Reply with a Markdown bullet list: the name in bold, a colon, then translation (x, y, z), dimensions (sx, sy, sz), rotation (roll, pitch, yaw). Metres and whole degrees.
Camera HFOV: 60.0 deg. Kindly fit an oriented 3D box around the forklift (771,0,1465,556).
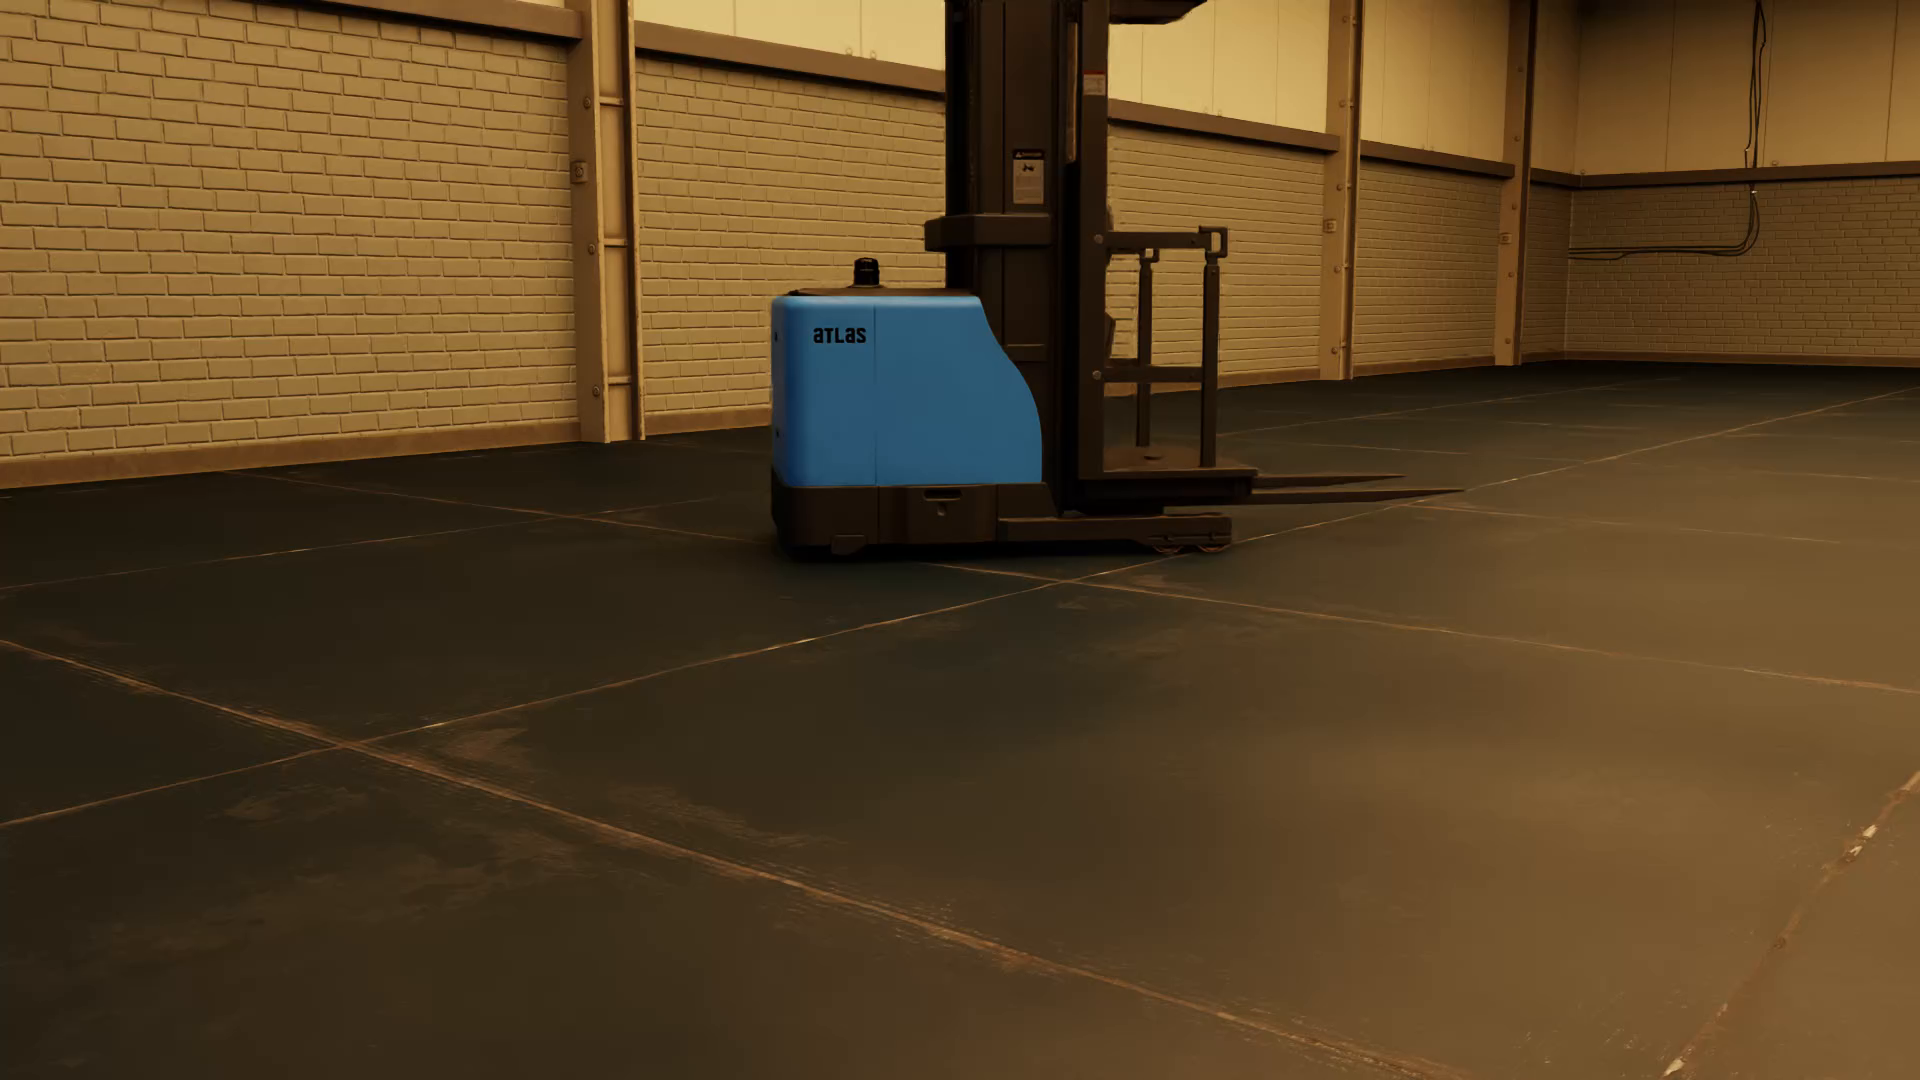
- **forklift**: translation (0.700, -1.463, 7.283), dimensions (3.031, 2.935, 1.130), rotation (-1, 8, -10)
